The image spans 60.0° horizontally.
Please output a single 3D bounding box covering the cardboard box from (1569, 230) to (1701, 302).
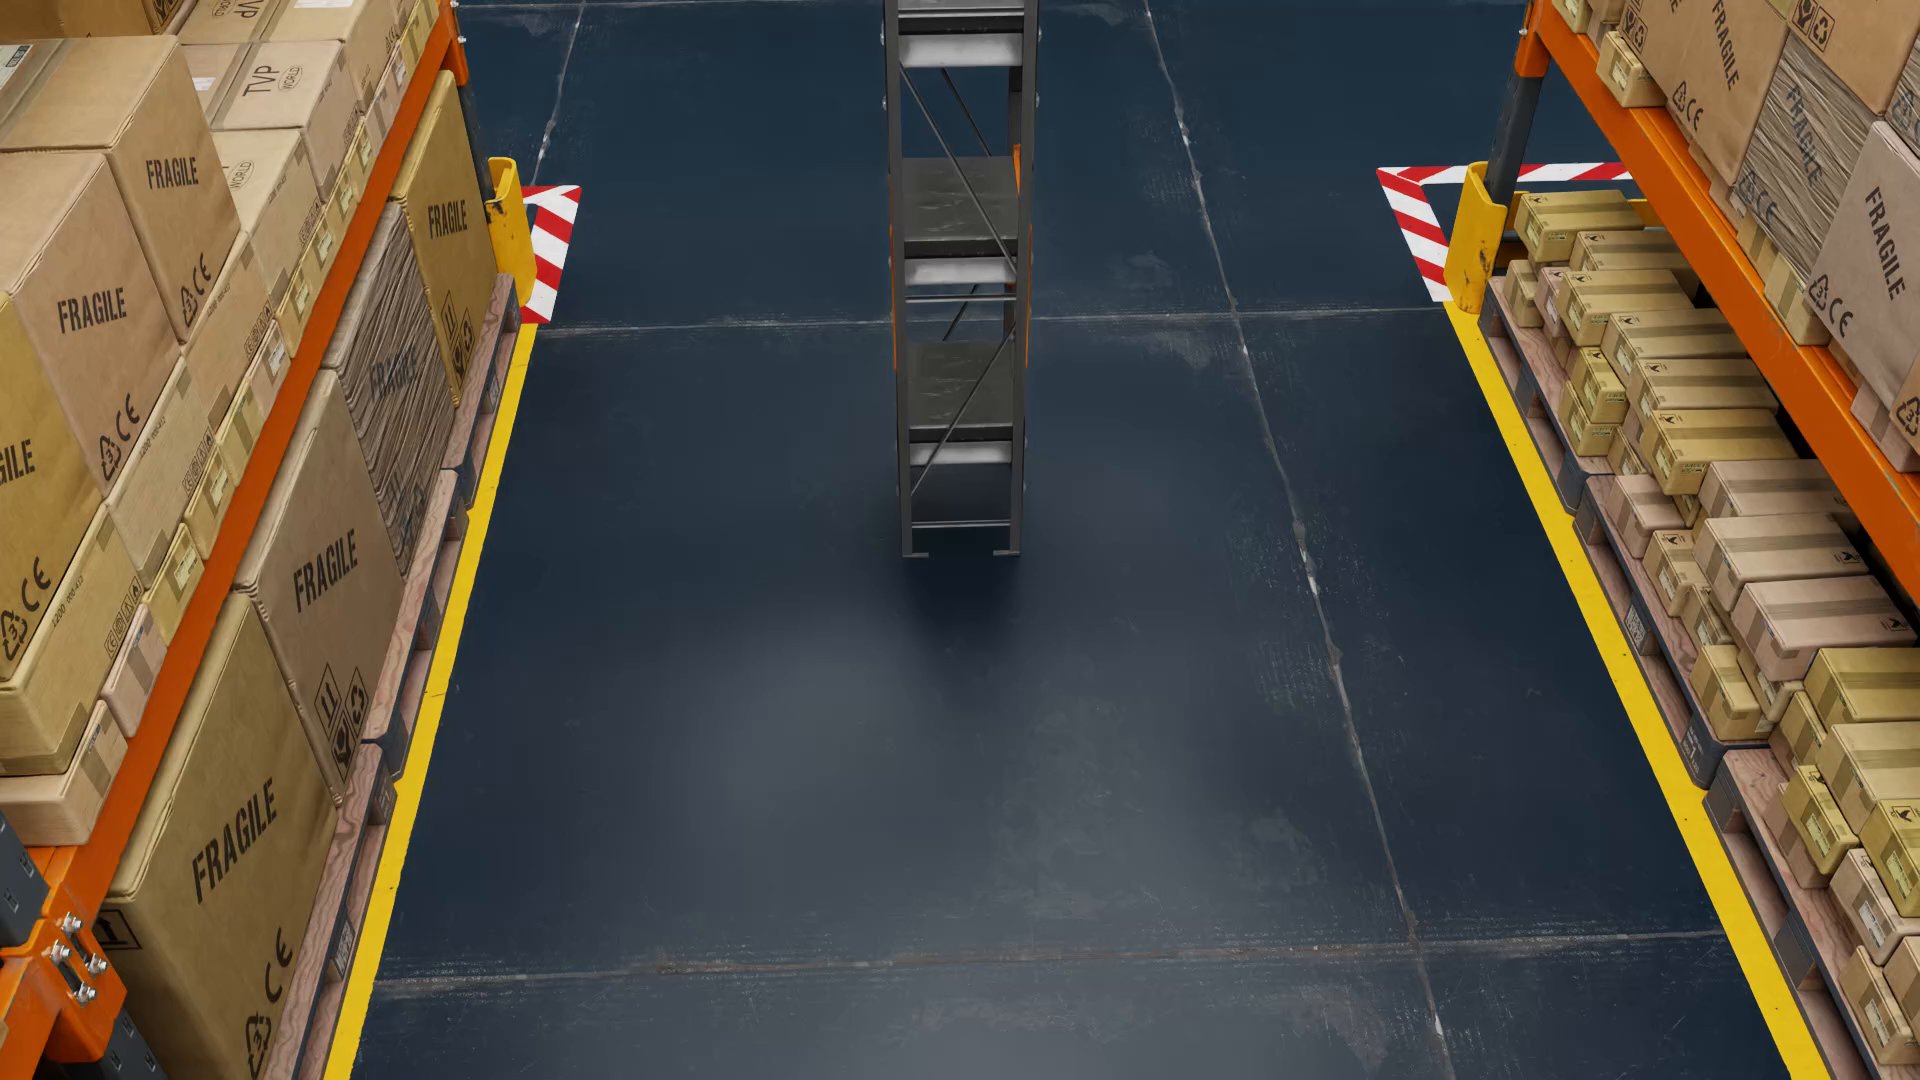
[{"bbox_3d":[2.421,-0.981,5.959,0.380,0.149,0.250,-1,43,-1],"label":"cardboard box"}]

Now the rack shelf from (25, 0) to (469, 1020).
[{"bbox_3d":[-2.269,-0.514,4.624,1.077,0.370,4.000,-2,43,-2],"label":"rack shelf"}]

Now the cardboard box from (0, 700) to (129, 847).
[{"bbox_3d":[-1.864,0.454,3.221,0.380,0.149,0.250,-2,43,-2],"label":"cardboard box"}]

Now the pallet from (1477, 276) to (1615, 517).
[{"bbox_3d":[2.608,-0.575,6.221,1.003,0.211,1.213,-2,43,-2],"label":"pallet"}]

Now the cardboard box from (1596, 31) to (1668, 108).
[{"bbox_3d":[2.302,-1.529,5.385,0.380,0.149,0.250,-3,43,-3],"label":"cardboard box"}]

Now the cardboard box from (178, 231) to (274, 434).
[{"bbox_3d":[-1.986,-0.494,3.960,0.500,0.250,0.500,-1,43,-1],"label":"cardboard box"}]

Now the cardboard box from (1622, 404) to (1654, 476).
[{"bbox_3d":[2.434,-0.354,5.496,0.380,0.149,0.250,-4,43,-4],"label":"cardboard box"}]

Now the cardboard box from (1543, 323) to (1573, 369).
[{"bbox_3d":[2.401,-0.771,6.170,0.380,0.149,0.250,-2,43,-2],"label":"cardboard box"}]

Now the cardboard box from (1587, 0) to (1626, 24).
[{"bbox_3d":[2.349,-2.039,5.461,0.500,0.500,0.500,0,43,0],"label":"cardboard box"}]

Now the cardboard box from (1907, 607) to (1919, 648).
[{"bbox_3d":[2.937,0.329,4.750,0.380,0.149,0.250,0,43,0],"label":"cardboard box"}]

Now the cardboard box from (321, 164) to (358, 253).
[{"bbox_3d":[-1.953,-0.942,4.743,0.380,0.149,0.250,-1,43,-2],"label":"cardboard box"}]

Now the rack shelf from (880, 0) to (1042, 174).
[{"bbox_3d":[-0.007,-1.392,4.699,0.431,0.518,0.480,-2,43,-2],"label":"rack shelf"}]

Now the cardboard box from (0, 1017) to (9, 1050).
[{"bbox_3d":[-1.891,0.842,2.538,0.500,0.500,0.500,-2,43,-2],"label":"cardboard box"}]

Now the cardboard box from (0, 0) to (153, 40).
[{"bbox_3d":[-2.554,-1.442,4.439,0.500,0.500,0.500,-3,43,-3],"label":"cardboard box"}]

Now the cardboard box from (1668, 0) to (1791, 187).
[{"bbox_3d":[2.405,-1.348,4.706,0.500,0.500,0.500,-1,43,-1],"label":"cardboard box"}]

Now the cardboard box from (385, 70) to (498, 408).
[{"bbox_3d":[-2.247,-1.072,5.961,0.875,0.875,0.875,-2,43,-2],"label":"cardboard box"}]

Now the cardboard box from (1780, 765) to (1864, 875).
[{"bbox_3d":[2.392,0.717,4.327,0.380,0.149,0.250,-3,43,-3],"label":"cardboard box"}]

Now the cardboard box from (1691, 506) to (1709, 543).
[{"bbox_3d":[2.489,0.010,5.098,0.380,0.149,0.250,0,43,0],"label":"cardboard box"}]

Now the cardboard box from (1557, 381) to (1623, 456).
[{"bbox_3d":[2.320,-0.427,5.795,0.380,0.149,0.250,-1,43,-1],"label":"cardboard box"}]

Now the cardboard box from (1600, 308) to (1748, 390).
[{"bbox_3d":[2.397,-0.642,5.589,0.380,0.149,0.250,-4,43,-4],"label":"cardboard box"}]

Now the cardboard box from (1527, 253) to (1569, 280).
[{"bbox_3d":[2.372,-1.056,6.261,0.380,0.149,0.250,0,43,0],"label":"cardboard box"}]

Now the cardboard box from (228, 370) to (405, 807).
[{"bbox_3d":[-2.170,0.144,4.635,0.875,0.875,0.875,-2,43,-2],"label":"cardboard box"}]

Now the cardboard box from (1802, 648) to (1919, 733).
[{"bbox_3d":[2.499,0.424,4.426,0.380,0.149,0.250,0,43,0],"label":"cardboard box"}]

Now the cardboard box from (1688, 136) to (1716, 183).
[{"bbox_3d":[2.437,-1.175,4.997,0.380,0.149,0.250,-2,43,-2],"label":"cardboard box"}]

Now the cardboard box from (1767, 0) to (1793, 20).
[{"bbox_3d":[2.387,-1.716,4.368,0.500,0.500,0.500,-3,43,-3],"label":"cardboard box"}]

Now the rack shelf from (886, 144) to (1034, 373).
[{"bbox_3d":[-0.007,-0.876,5.172,0.431,0.518,0.480,-2,43,-2],"label":"rack shelf"}]

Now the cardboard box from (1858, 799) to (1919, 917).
[{"bbox_3d":[2.450,0.769,4.050,0.380,0.149,0.250,-1,43,-1],"label":"cardboard box"}]

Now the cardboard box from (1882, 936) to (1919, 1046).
[{"bbox_3d":[2.445,1.079,3.931,0.380,0.149,0.250,-1,43,-1],"label":"cardboard box"}]

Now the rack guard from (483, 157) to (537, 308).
[{"bbox_3d":[-2.355,-1.225,6.716,1.175,0.500,0.348,-2,43,-2],"label":"rack guard"}]

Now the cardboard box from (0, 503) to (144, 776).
[{"bbox_3d":[-1.942,0.192,3.212,0.500,0.250,0.500,-2,43,-3],"label":"cardboard box"}]

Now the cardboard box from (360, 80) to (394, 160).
[{"bbox_3d":[-1.978,-1.292,5.126,0.380,0.149,0.250,-1,43,-1],"label":"cardboard box"}]

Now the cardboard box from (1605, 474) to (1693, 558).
[{"bbox_3d":[2.350,-0.087,5.424,0.380,0.149,0.250,-4,43,-4],"label":"cardboard box"}]

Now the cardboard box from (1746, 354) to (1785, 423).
[{"bbox_3d":[2.846,-0.534,5.692,0.380,0.149,0.250,-2,43,-2],"label":"cardboard box"}]

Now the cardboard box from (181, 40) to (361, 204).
[{"bbox_3d":[-2.025,-1.179,4.707,0.500,0.250,0.500,-3,43,-3],"label":"cardboard box"}]

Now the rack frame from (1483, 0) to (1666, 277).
[{"bbox_3d":[2.606,-2.204,5.934,1.000,3.000,0.127,-2,43,-2],"label":"rack frame"}]

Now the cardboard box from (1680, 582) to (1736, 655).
[{"bbox_3d":[2.431,0.261,5.045,0.380,0.149,0.250,-1,43,-1],"label":"cardboard box"}]

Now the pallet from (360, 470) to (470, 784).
[{"bbox_3d":[-2.193,0.257,5.313,1.003,0.211,1.213,-2,43,-2],"label":"pallet"}]

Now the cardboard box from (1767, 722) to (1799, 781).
[{"bbox_3d":[2.526,0.602,4.672,0.380,0.149,0.250,-3,43,-3],"label":"cardboard box"}]

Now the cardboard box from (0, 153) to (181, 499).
[{"bbox_3d":[-1.962,-0.424,3.328,0.500,0.500,0.500,-2,43,-2],"label":"cardboard box"}]

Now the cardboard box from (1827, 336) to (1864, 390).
[{"bbox_3d":[2.473,-0.481,4.240,0.380,0.149,0.250,-2,43,-2],"label":"cardboard box"}]

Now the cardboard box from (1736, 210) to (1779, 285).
[{"bbox_3d":[2.409,-0.832,4.623,0.380,0.149,0.250,0,43,0],"label":"cardboard box"}]

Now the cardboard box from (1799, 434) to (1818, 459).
[{"bbox_3d":[2.888,-0.297,5.213,0.380,0.149,0.250,-3,43,-3],"label":"cardboard box"}]

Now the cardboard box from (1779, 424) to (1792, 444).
[{"bbox_3d":[2.971,-0.270,5.624,0.380,0.149,0.250,-3,43,-4],"label":"cardboard box"}]

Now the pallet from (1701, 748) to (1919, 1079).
[{"bbox_3d":[2.712,1.072,4.424,1.003,0.211,1.213,-2,43,-2],"label":"pallet"}]

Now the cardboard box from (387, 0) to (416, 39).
[{"bbox_3d":[-2.068,-1.865,5.455,0.500,0.250,0.500,-2,43,-2],"label":"cardboard box"}]

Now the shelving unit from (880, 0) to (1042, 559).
[{"bbox_3d":[-0.007,-0.886,5.162,0.431,2.100,0.503,-2,43,-2],"label":"shelving unit"}]

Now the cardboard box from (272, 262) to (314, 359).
[{"bbox_3d":[-1.932,-0.598,4.369,0.380,0.149,0.250,-3,43,-3],"label":"cardboard box"}]

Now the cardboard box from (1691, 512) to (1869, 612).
[{"bbox_3d":[2.372,0.062,4.821,0.380,0.149,0.250,-3,43,-3],"label":"cardboard box"}]

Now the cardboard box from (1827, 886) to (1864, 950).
[{"bbox_3d":[2.491,0.960,4.282,0.380,0.149,0.250,-1,43,-1],"label":"cardboard box"}]

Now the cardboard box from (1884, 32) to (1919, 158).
[{"bbox_3d":[2.451,-1.023,3.612,0.500,0.500,0.500,-1,43,-1],"label":"cardboard box"}]

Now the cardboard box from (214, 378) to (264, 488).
[{"bbox_3d":[-1.911,-0.251,3.990,0.380,0.149,0.250,-2,43,-2],"label":"cardboard box"}]

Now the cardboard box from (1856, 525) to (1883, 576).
[{"bbox_3d":[3.004,-0.011,5.121,0.380,0.149,0.250,-1,43,-1],"label":"cardboard box"}]

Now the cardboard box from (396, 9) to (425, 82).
[{"bbox_3d":[-1.997,-1.631,5.495,0.380,0.149,0.250,-1,43,-1],"label":"cardboard box"}]

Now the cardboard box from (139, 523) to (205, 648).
[{"bbox_3d":[-1.887,0.099,3.608,0.380,0.149,0.250,0,43,0],"label":"cardboard box"}]

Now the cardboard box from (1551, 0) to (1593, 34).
[{"bbox_3d":[2.292,-1.883,5.771,0.380,0.149,0.250,-2,43,-2],"label":"cardboard box"}]

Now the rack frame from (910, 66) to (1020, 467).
[{"bbox_3d":[-0.017,-1.051,5.342,0.400,2.100,0.015,-2,43,-2],"label":"rack frame"}]

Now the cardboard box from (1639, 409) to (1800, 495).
[{"bbox_3d":[2.364,-0.276,5.190,0.380,0.149,0.250,-1,43,-1],"label":"cardboard box"}]

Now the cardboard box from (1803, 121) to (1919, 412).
[{"bbox_3d":[2.432,-0.655,3.950,0.500,0.500,0.500,-2,43,-2],"label":"cardboard box"}]

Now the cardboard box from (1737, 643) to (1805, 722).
[{"bbox_3d":[2.449,0.373,4.702,0.380,0.149,0.250,-1,43,-1],"label":"cardboard box"}]
